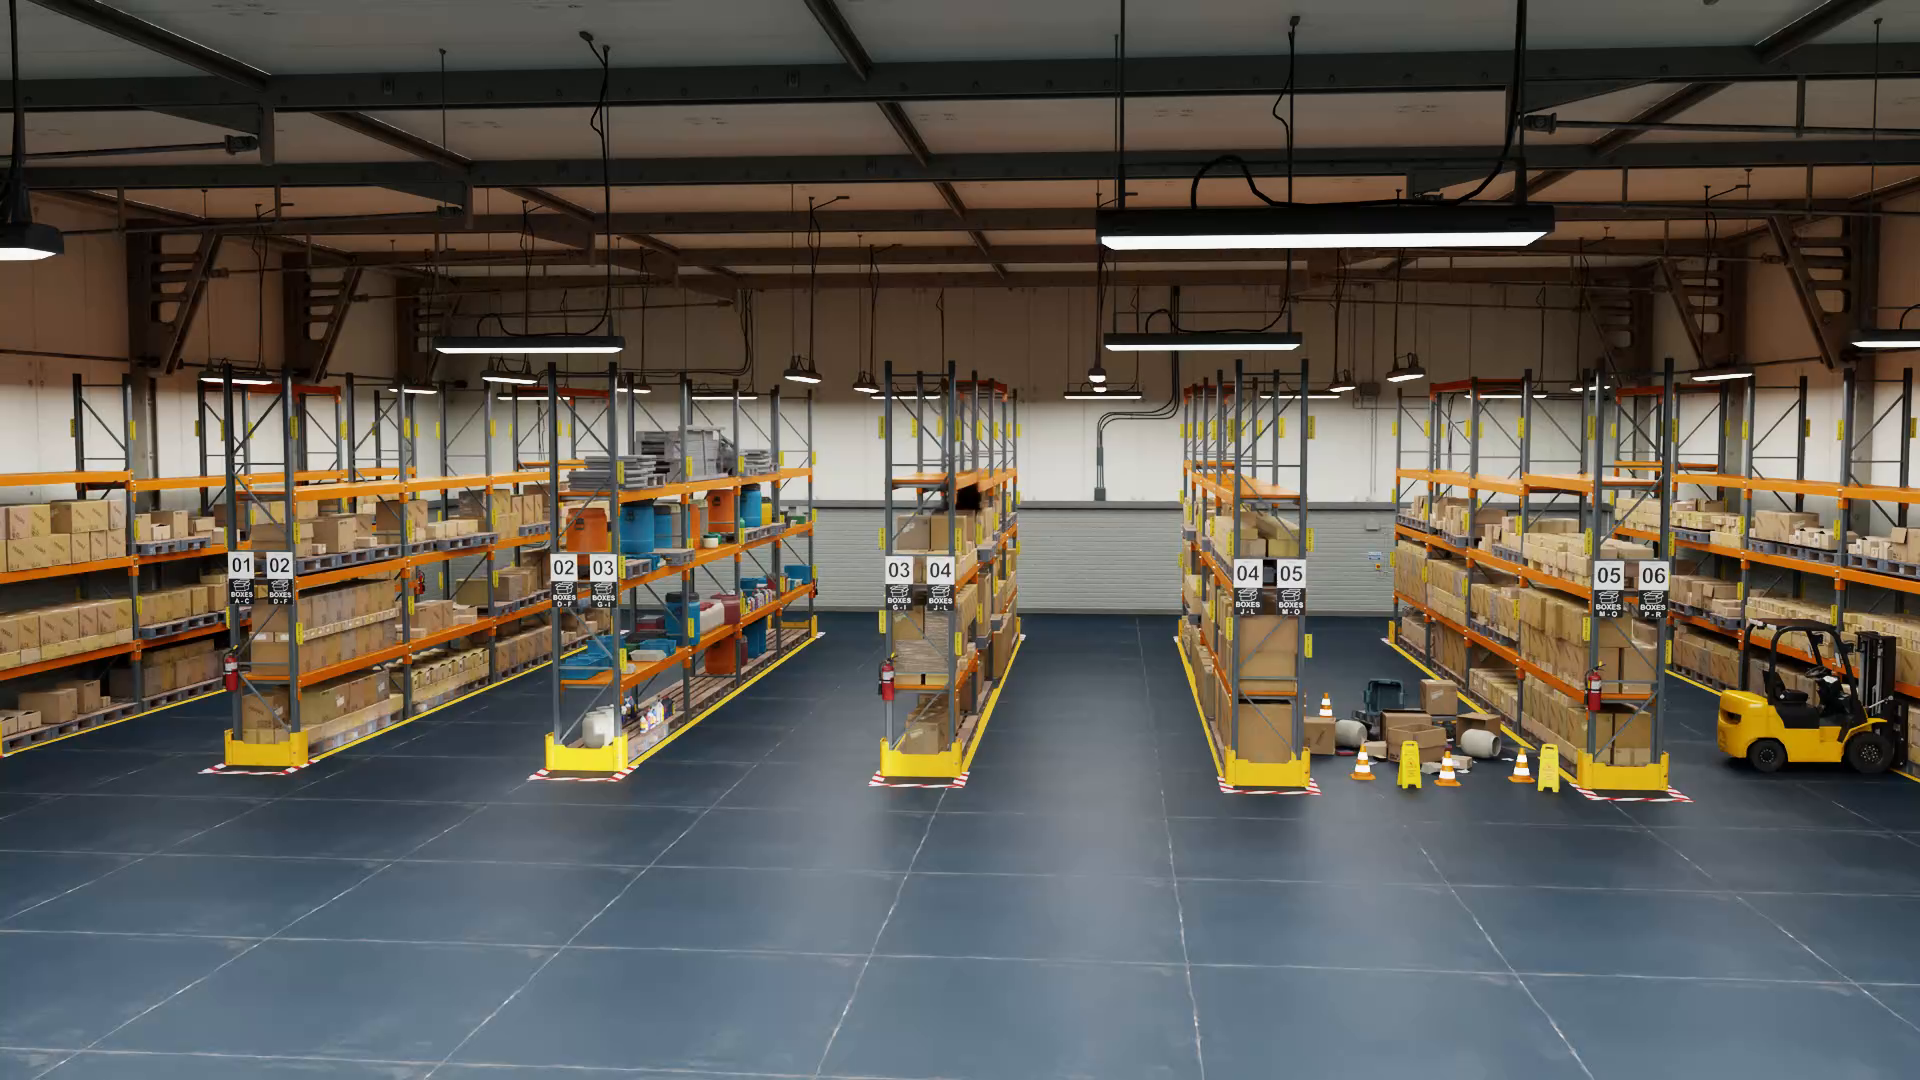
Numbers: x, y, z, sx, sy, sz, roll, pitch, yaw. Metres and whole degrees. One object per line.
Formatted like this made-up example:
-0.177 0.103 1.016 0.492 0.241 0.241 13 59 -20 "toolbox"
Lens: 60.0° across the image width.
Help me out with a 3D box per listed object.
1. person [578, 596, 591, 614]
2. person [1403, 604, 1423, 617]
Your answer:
-9.674 1.340 42.665 0.582 1.723 0.700 3 5 34 "person"
11.053 1.511 40.299 0.584 1.664 0.721 2 4 29 "person"
